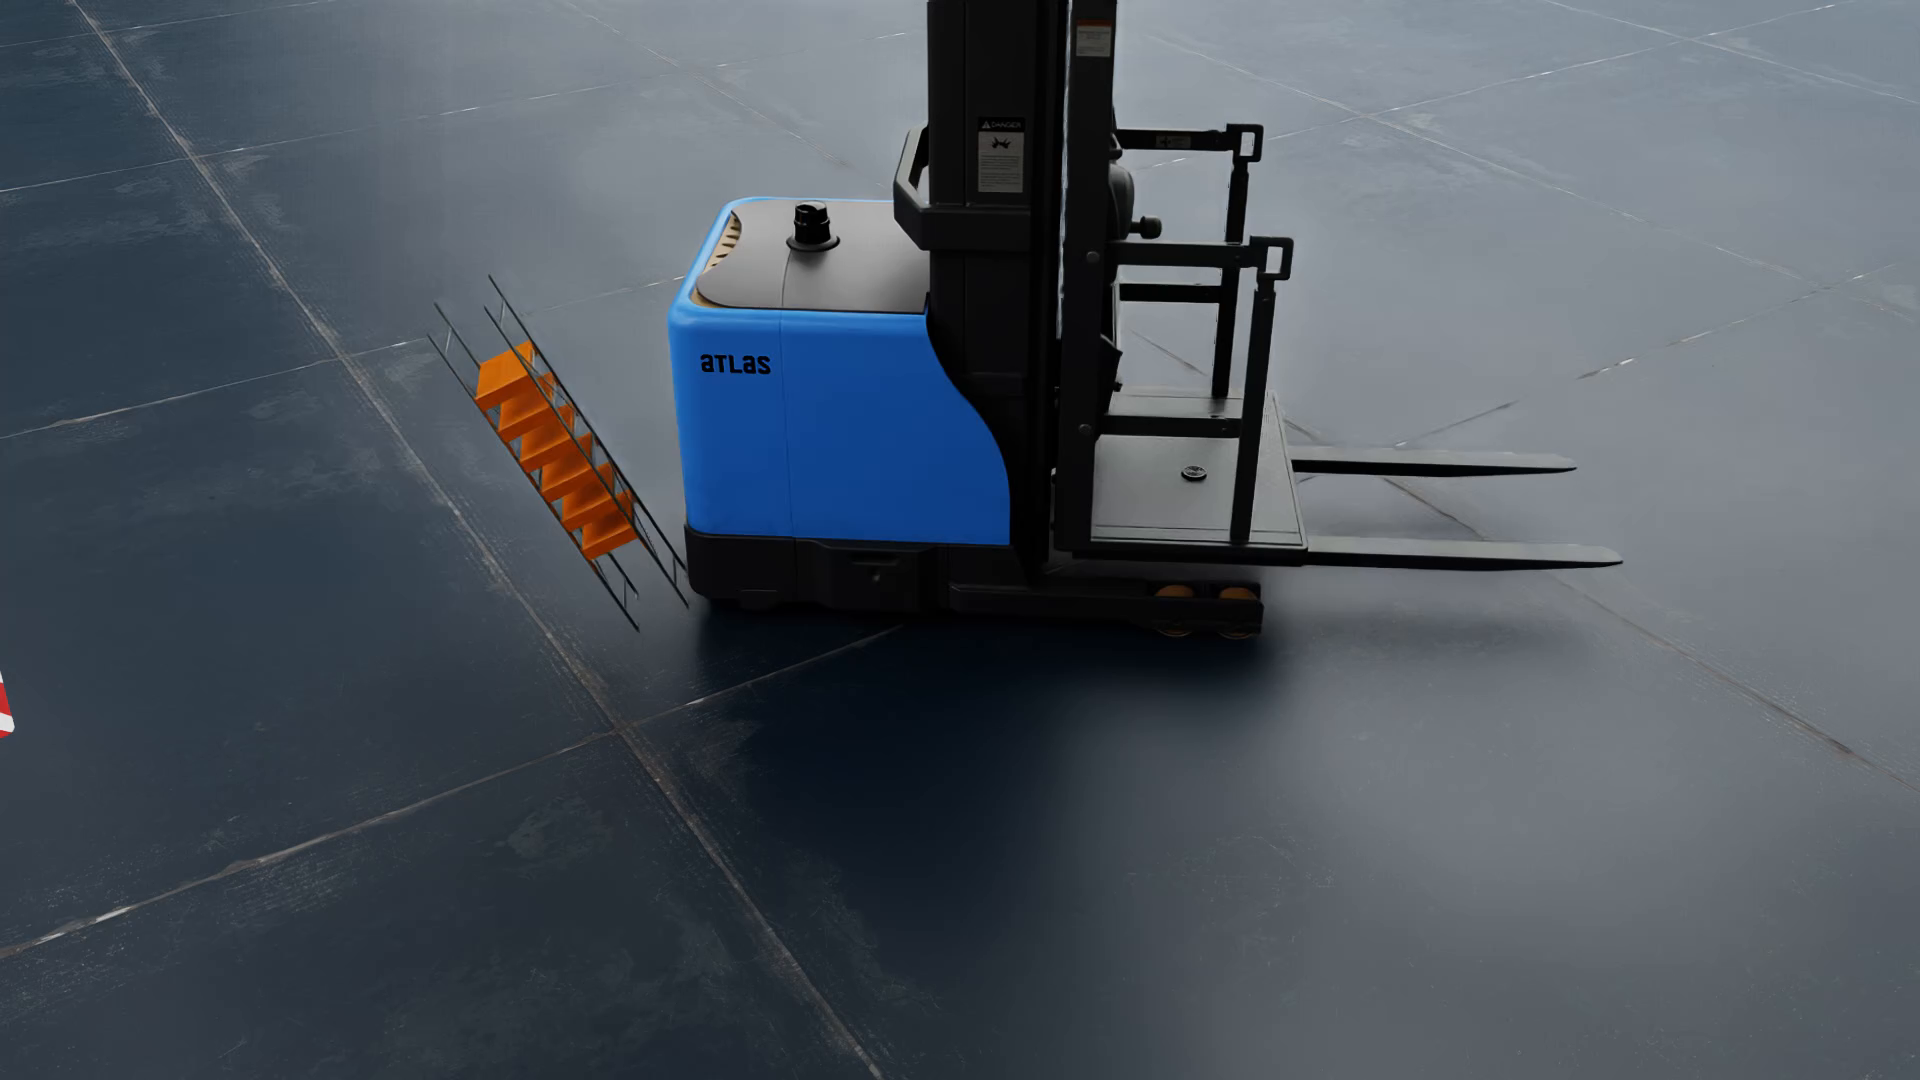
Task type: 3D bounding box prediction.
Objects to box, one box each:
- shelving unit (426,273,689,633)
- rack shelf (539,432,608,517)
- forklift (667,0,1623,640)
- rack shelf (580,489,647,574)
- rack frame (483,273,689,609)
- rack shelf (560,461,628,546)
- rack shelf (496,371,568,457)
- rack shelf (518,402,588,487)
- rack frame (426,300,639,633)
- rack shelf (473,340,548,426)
[{"bbox_3d":[-1.218,-0.244,5.153,0.189,1.200,0.258,-25,33,4],"label":"shelving unit"},{"bbox_3d":[-1.201,-0.211,5.178,0.180,0.103,0.258,-25,33,4],"label":"rack shelf"},{"bbox_3d":[0.645,-1.214,5.049,3.031,2.935,1.130,2,32,3],"label":"forklift"},{"bbox_3d":[-1.106,-0.034,5.309,0.180,0.103,0.258,-25,33,4],"label":"rack shelf"},{"bbox_3d":[-1.136,-0.283,5.146,0.006,1.200,0.240,-25,33,4],"label":"rack frame"},{"bbox_3d":[-1.153,-0.123,5.244,0.180,0.103,0.258,-25,33,4],"label":"rack shelf"},{"bbox_3d":[-1.295,-0.388,5.046,0.180,0.103,0.258,-25,33,4],"label":"rack shelf"},{"bbox_3d":[-1.248,-0.300,5.112,0.180,0.103,0.258,-25,33,4],"label":"rack shelf"},{"bbox_3d":[-1.301,-0.205,5.161,0.006,1.200,0.240,-25,33,4],"label":"rack frame"},{"bbox_3d":[-1.343,-0.477,4.980,0.180,0.103,0.258,-25,33,4],"label":"rack shelf"}]
